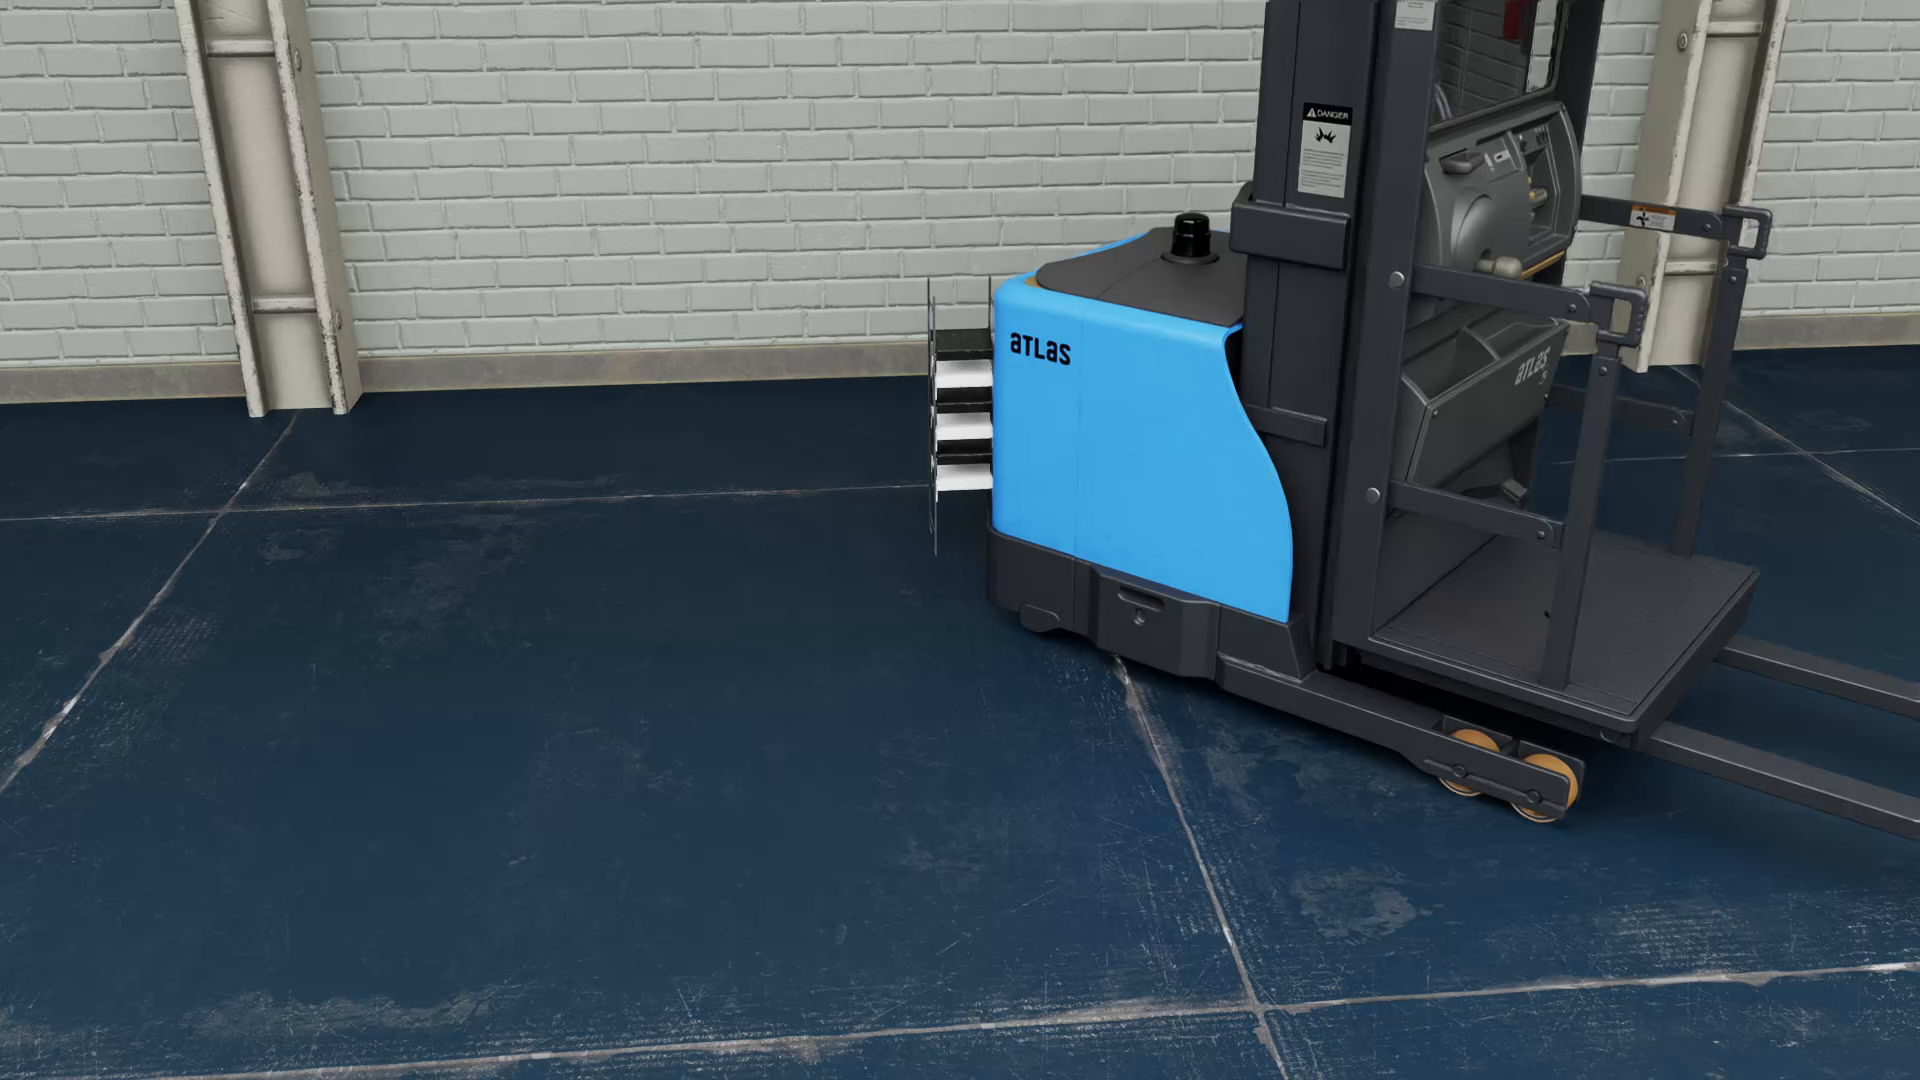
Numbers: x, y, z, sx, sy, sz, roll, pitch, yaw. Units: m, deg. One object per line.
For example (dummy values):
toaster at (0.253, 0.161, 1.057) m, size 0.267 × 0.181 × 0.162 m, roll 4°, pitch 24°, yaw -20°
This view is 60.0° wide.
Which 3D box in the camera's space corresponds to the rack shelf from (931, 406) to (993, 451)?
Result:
rack shelf at (0.008, -0.381, 5.581) m, size 0.200 × 0.077 × 0.258 m, roll -2°, pitch 24°, yaw -5°

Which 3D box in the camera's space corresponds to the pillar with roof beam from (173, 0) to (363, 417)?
pillar with roof beam at (-2.344, -2.953, 1.313) m, size 0.400 × 9.000 × 9.100 m, roll -2°, pitch 24°, yaw -5°

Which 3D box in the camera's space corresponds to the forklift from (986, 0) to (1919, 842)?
forklift at (1.550, -0.877, 4.114) m, size 3.031 × 2.935 × 1.130 m, roll 18°, pitch 30°, yaw 35°

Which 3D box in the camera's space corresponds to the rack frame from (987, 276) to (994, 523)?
rack frame at (0.109, -0.416, 5.577) m, size 0.006 × 0.900 × 0.240 m, roll -2°, pitch 24°, yaw -5°

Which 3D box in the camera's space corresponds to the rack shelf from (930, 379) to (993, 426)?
rack shelf at (0.008, -0.463, 5.545) m, size 0.200 × 0.077 × 0.258 m, roll -2°, pitch 24°, yaw -5°

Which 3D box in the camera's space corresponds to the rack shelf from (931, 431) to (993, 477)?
rack shelf at (0.008, -0.299, 5.618) m, size 0.200 × 0.077 × 0.258 m, roll -2°, pitch 24°, yaw -5°

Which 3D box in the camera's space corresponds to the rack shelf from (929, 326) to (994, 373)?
rack shelf at (0.008, -0.628, 5.472) m, size 0.200 × 0.077 × 0.258 m, roll -2°, pitch 24°, yaw -5°

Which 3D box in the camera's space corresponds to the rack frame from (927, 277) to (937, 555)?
rack frame at (-0.093, -0.407, 5.559) m, size 0.006 × 0.900 × 0.240 m, roll -2°, pitch 24°, yaw -5°

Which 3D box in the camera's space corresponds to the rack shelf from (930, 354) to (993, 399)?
rack shelf at (0.008, -0.546, 5.508) m, size 0.200 × 0.077 × 0.258 m, roll -2°, pitch 24°, yaw -5°

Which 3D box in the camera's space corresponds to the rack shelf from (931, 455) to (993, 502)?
rack shelf at (0.008, -0.217, 5.655) m, size 0.200 × 0.077 × 0.258 m, roll -2°, pitch 24°, yaw -5°

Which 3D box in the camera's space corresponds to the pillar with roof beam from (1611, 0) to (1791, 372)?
pillar with roof beam at (3.627, -3.192, 1.852) m, size 0.400 × 9.000 × 9.100 m, roll -2°, pitch 24°, yaw -5°

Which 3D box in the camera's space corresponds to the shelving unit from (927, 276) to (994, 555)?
shelving unit at (0.008, -0.412, 5.568) m, size 0.210 × 0.900 × 0.258 m, roll -2°, pitch 24°, yaw -5°
